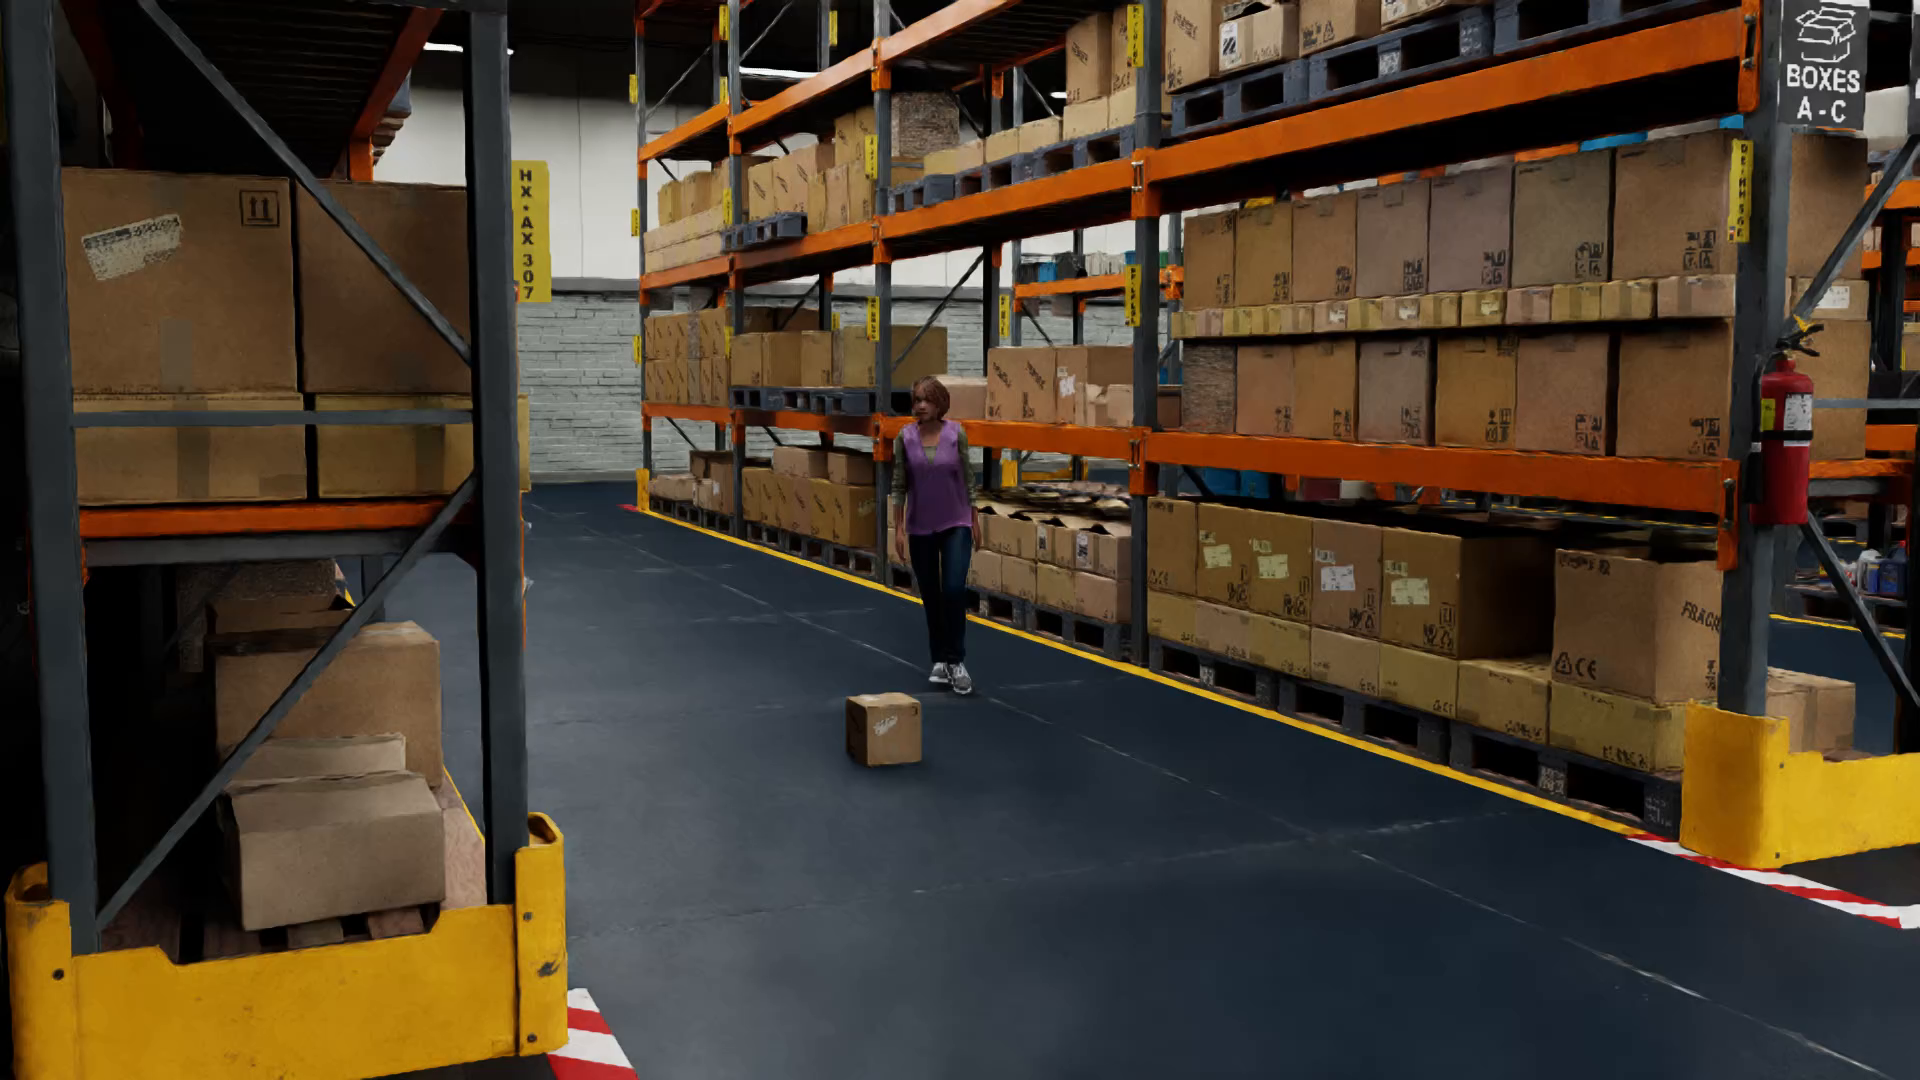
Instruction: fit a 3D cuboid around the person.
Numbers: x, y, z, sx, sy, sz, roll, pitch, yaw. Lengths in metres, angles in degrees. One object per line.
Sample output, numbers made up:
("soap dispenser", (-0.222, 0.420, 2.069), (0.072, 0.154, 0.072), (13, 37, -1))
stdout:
("person", (-0.121, -0.039, 8.490), (0.442, 1.591, 0.499), (1, 6, 10))
